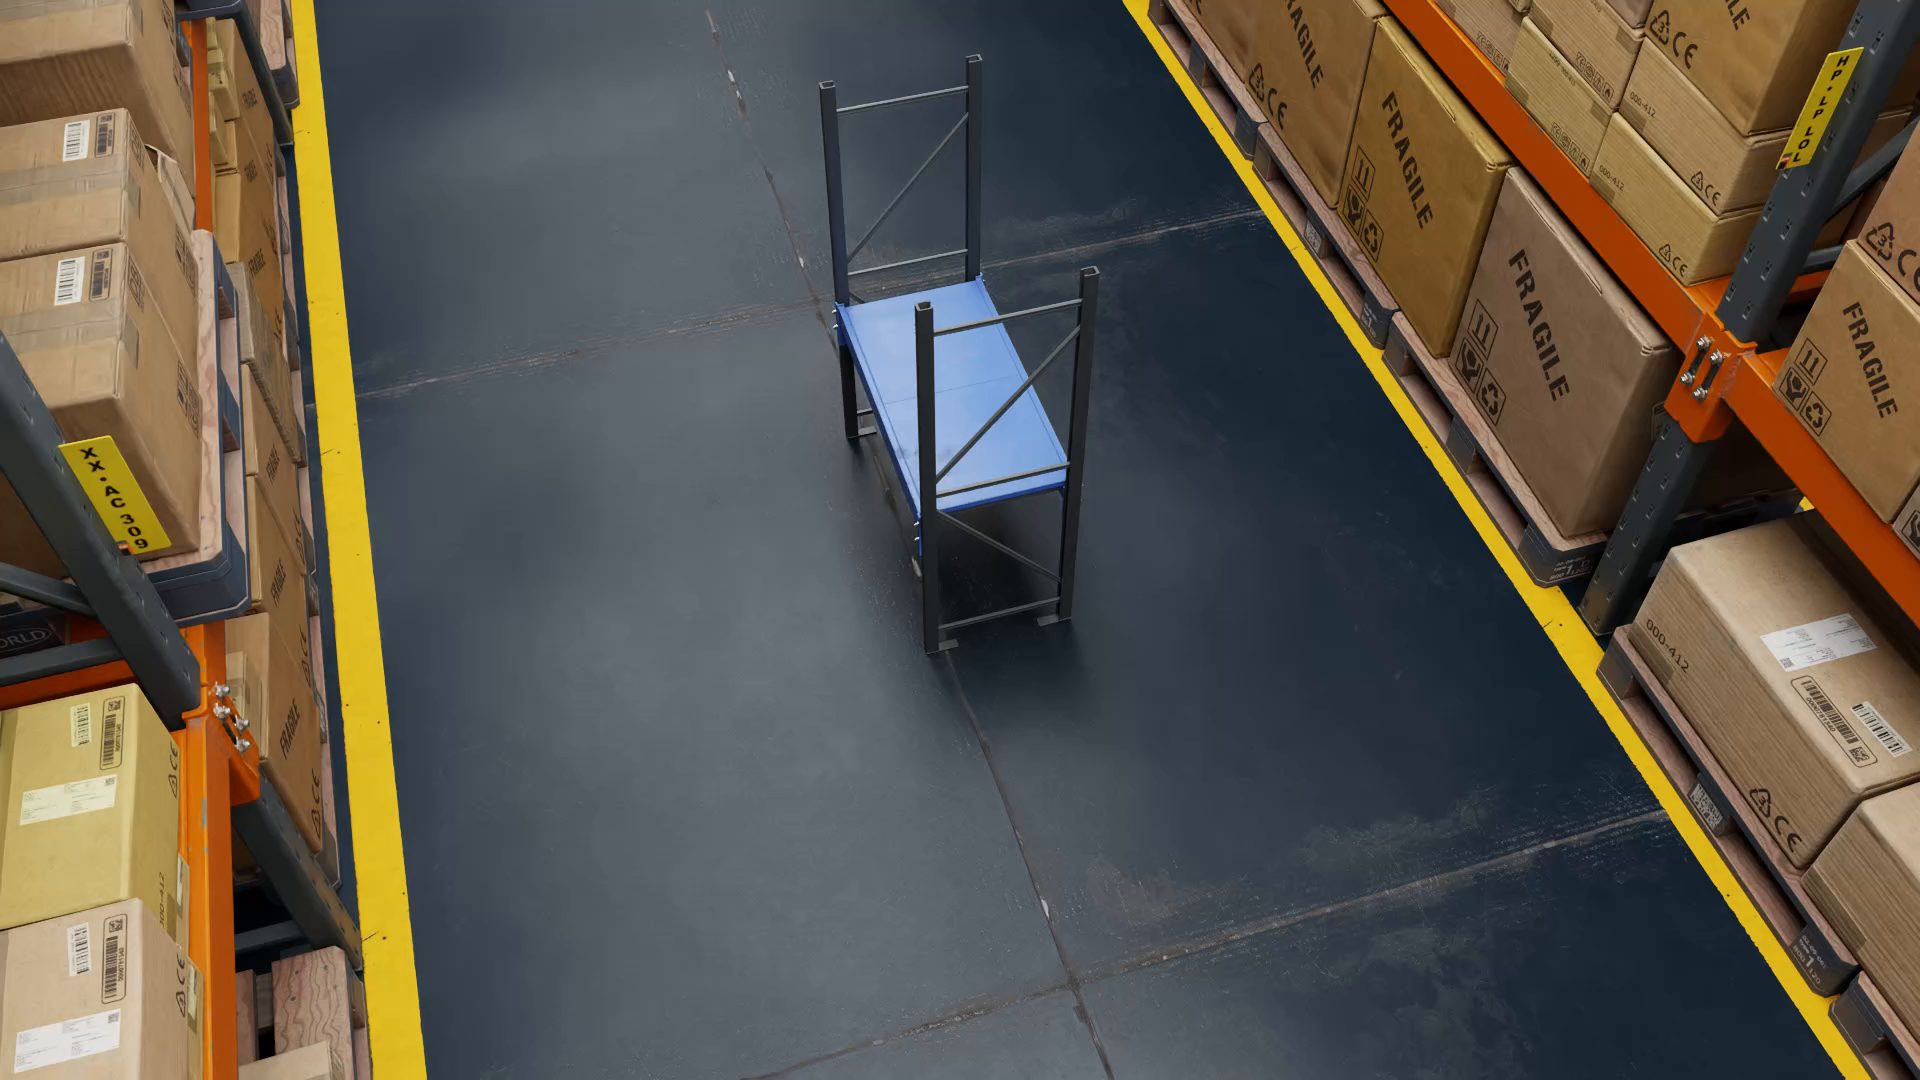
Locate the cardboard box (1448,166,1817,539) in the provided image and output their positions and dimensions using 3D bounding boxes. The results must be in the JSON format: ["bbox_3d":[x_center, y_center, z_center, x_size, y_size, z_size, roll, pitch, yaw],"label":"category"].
[{"bbox_3d":[2.293,-0.686,5.481,0.875,0.875,0.875,-12,51,-10],"label":"cardboard box"}]

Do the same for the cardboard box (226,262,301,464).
[{"bbox_3d":[-2.574,-0.542,5.605,0.500,0.500,0.500,-15,51,-12],"label":"cardboard box"}]

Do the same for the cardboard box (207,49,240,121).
[{"bbox_3d":[-2.872,-1.640,6.107,0.380,0.149,0.250,-16,52,-13],"label":"cardboard box"}]

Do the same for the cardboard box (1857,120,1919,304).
[{"bbox_3d":[2.462,-0.752,3.703,0.500,0.500,0.500,-13,51,-11],"label":"cardboard box"}]

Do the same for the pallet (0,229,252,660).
[{"bbox_3d":[-2.320,-0.222,4.101,1.003,0.211,1.213,-13,51,-11],"label":"pallet"}]

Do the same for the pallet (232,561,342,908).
[{"bbox_3d":[-2.464,0.638,5.074,1.003,0.211,1.213,-13,51,-11],"label":"pallet"}]

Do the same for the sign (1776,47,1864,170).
[{"bbox_3d":[2.037,-1.018,3.941,0.100,0.325,0.005,-13,51,-11],"label":"sign"}]

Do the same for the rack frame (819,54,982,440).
[{"bbox_3d":[-0.176,-0.917,5.542,0.500,1.500,0.032,-13,51,-11],"label":"rack frame"}]

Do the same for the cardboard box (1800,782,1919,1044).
[{"bbox_3d":[2.901,1.027,4.324,0.875,0.438,0.875,-15,51,-12],"label":"cardboard box"}]

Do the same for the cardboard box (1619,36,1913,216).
[{"bbox_3d":[2.190,-1.180,4.554,0.500,0.250,0.500,-13,51,-11],"label":"cardboard box"}]

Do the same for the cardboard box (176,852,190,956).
[{"bbox_3d":[-1.755,0.767,3.306,0.380,0.149,0.250,-12,51,-10],"label":"cardboard box"}]

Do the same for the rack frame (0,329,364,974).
[{"bbox_3d":[-2.188,0.325,3.514,1.000,3.000,0.127,-13,51,-11],"label":"rack frame"}]

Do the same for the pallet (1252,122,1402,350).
[{"bbox_3d":[1.888,-1.341,6.742,1.003,0.211,1.213,-13,51,-11],"label":"pallet"}]

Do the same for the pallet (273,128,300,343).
[{"bbox_3d":[-3.186,-1.144,6.577,1.003,0.211,1.213,-13,51,-11],"label":"pallet"}]

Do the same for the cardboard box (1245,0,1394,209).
[{"bbox_3d":[1.755,-1.997,6.586,0.875,0.875,0.875,-13,51,-11],"label":"cardboard box"}]

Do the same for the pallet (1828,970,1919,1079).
[{"bbox_3d":[3.067,1.564,4.293,1.003,0.211,1.213,-13,51,-11],"label":"pallet"}]

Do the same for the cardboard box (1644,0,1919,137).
[{"bbox_3d":[2.181,-1.425,4.270,0.500,0.500,0.500,-12,51,-10],"label":"cardboard box"}]

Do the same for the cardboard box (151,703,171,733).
[{"bbox_3d":[-2.098,0.381,4.208,0.380,0.149,0.250,-14,51,-12],"label":"cardboard box"}]

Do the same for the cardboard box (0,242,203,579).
[{"bbox_3d":[-2.117,-0.247,3.656,0.700,0.500,0.500,-12,51,-10],"label":"cardboard box"}]

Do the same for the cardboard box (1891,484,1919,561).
[{"bbox_3d":[2.586,-0.062,3.775,0.500,0.500,0.500,-13,51,-11],"label":"cardboard box"}]

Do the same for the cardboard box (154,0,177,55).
[{"bbox_3d":[-2.711,-1.615,4.808,0.797,0.503,0.637,-14,51,-12],"label":"cardboard box"}]

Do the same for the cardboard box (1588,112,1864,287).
[{"bbox_3d":[2.179,-1.023,4.748,0.500,0.250,0.500,-14,51,-12],"label":"cardboard box"}]

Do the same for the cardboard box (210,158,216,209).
[{"bbox_3d":[-2.802,-1.234,5.765,0.380,0.149,0.250,-12,51,-10],"label":"cardboard box"}]

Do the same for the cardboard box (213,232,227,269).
[{"bbox_3d":[-2.617,-0.857,5.447,0.380,0.149,0.250,-16,52,-13],"label":"cardboard box"}]

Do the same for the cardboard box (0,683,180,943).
[{"bbox_3d":[-1.804,0.594,3.191,0.500,0.250,0.500,-12,51,-10],"label":"cardboard box"}]

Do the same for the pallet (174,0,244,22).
[{"bbox_3d":[-3.103,-2.056,5.647,1.213,0.211,1.003,-13,51,-11],"label":"pallet"}]

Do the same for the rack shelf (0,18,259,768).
[{"bbox_3d":[-2.779,-0.904,5.021,1.077,0.370,4.000,-13,51,-11],"label":"rack shelf"}]

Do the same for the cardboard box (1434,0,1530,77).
[{"bbox_3d":[1.899,-1.768,5.377,0.500,0.250,0.500,-15,51,-12],"label":"cardboard box"}]

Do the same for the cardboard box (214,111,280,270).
[{"bbox_3d":[-2.902,-1.298,6.243,0.500,0.500,0.500,-14,51,-12],"label":"cardboard box"}]

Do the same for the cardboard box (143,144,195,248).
[{"bbox_3d":[-2.232,-0.869,4.334,0.396,0.266,0.258,-11,51,-9],"label":"cardboard box"}]

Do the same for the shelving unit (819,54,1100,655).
[{"bbox_3d":[-0.025,-0.546,5.229,0.538,1.500,1.048,-13,51,-11],"label":"shelving unit"}]

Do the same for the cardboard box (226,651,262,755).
[{"bbox_3d":[-2.040,0.464,4.333,0.380,0.149,0.250,-11,51,-9],"label":"cardboard box"}]

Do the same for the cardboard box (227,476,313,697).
[{"bbox_3d":[-2.283,0.204,4.976,0.500,0.500,0.500,-14,51,-11],"label":"cardboard box"}]

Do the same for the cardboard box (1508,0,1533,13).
[{"bbox_3d":[1.876,-1.921,5.178,0.500,0.250,0.500,-12,51,-10],"label":"cardboard box"}]

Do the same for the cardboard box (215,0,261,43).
[{"bbox_3d":[-3.542,-2.426,7.111,0.875,0.625,0.625,-12,51,-10],"label":"cardboard box"}]

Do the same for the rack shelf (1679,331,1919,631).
[{"bbox_3d":[3.144,0.892,3.507,1.077,0.370,4.000,-13,51,-11],"label":"rack shelf"}]

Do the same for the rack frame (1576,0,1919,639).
[{"bbox_3d":[2.553,-0.800,4.463,1.000,3.000,0.127,-13,51,-11],"label":"rack frame"}]
